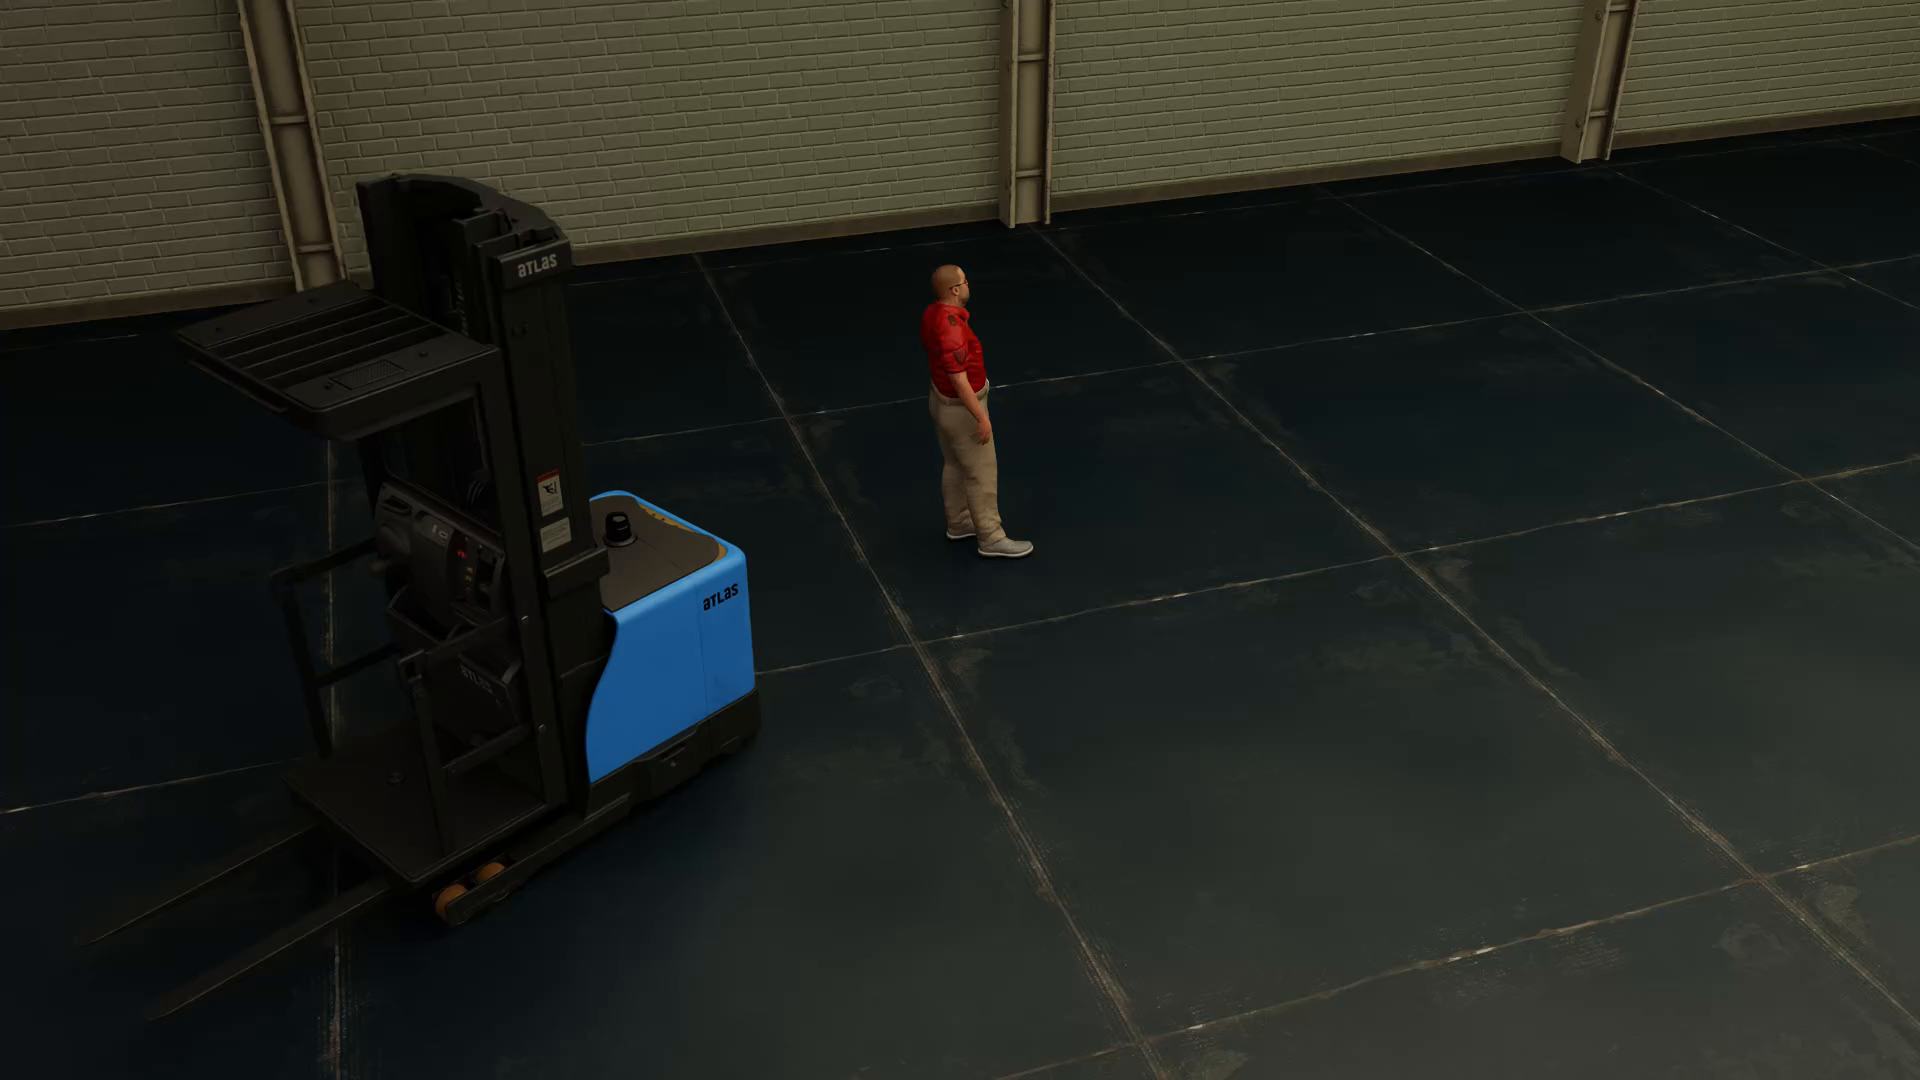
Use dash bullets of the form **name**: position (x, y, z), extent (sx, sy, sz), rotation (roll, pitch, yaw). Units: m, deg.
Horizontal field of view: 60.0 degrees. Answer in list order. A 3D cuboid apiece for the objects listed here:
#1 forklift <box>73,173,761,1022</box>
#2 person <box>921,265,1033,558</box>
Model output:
- **forklift**: position (-2.348, 0.096, 6.920), extent (1.130, 2.935, 3.031), rotation (24, 38, 35)
- **person**: position (0.089, -0.765, 9.607), extent (0.550, 1.727, 0.641), rotation (-10, 31, -16)
